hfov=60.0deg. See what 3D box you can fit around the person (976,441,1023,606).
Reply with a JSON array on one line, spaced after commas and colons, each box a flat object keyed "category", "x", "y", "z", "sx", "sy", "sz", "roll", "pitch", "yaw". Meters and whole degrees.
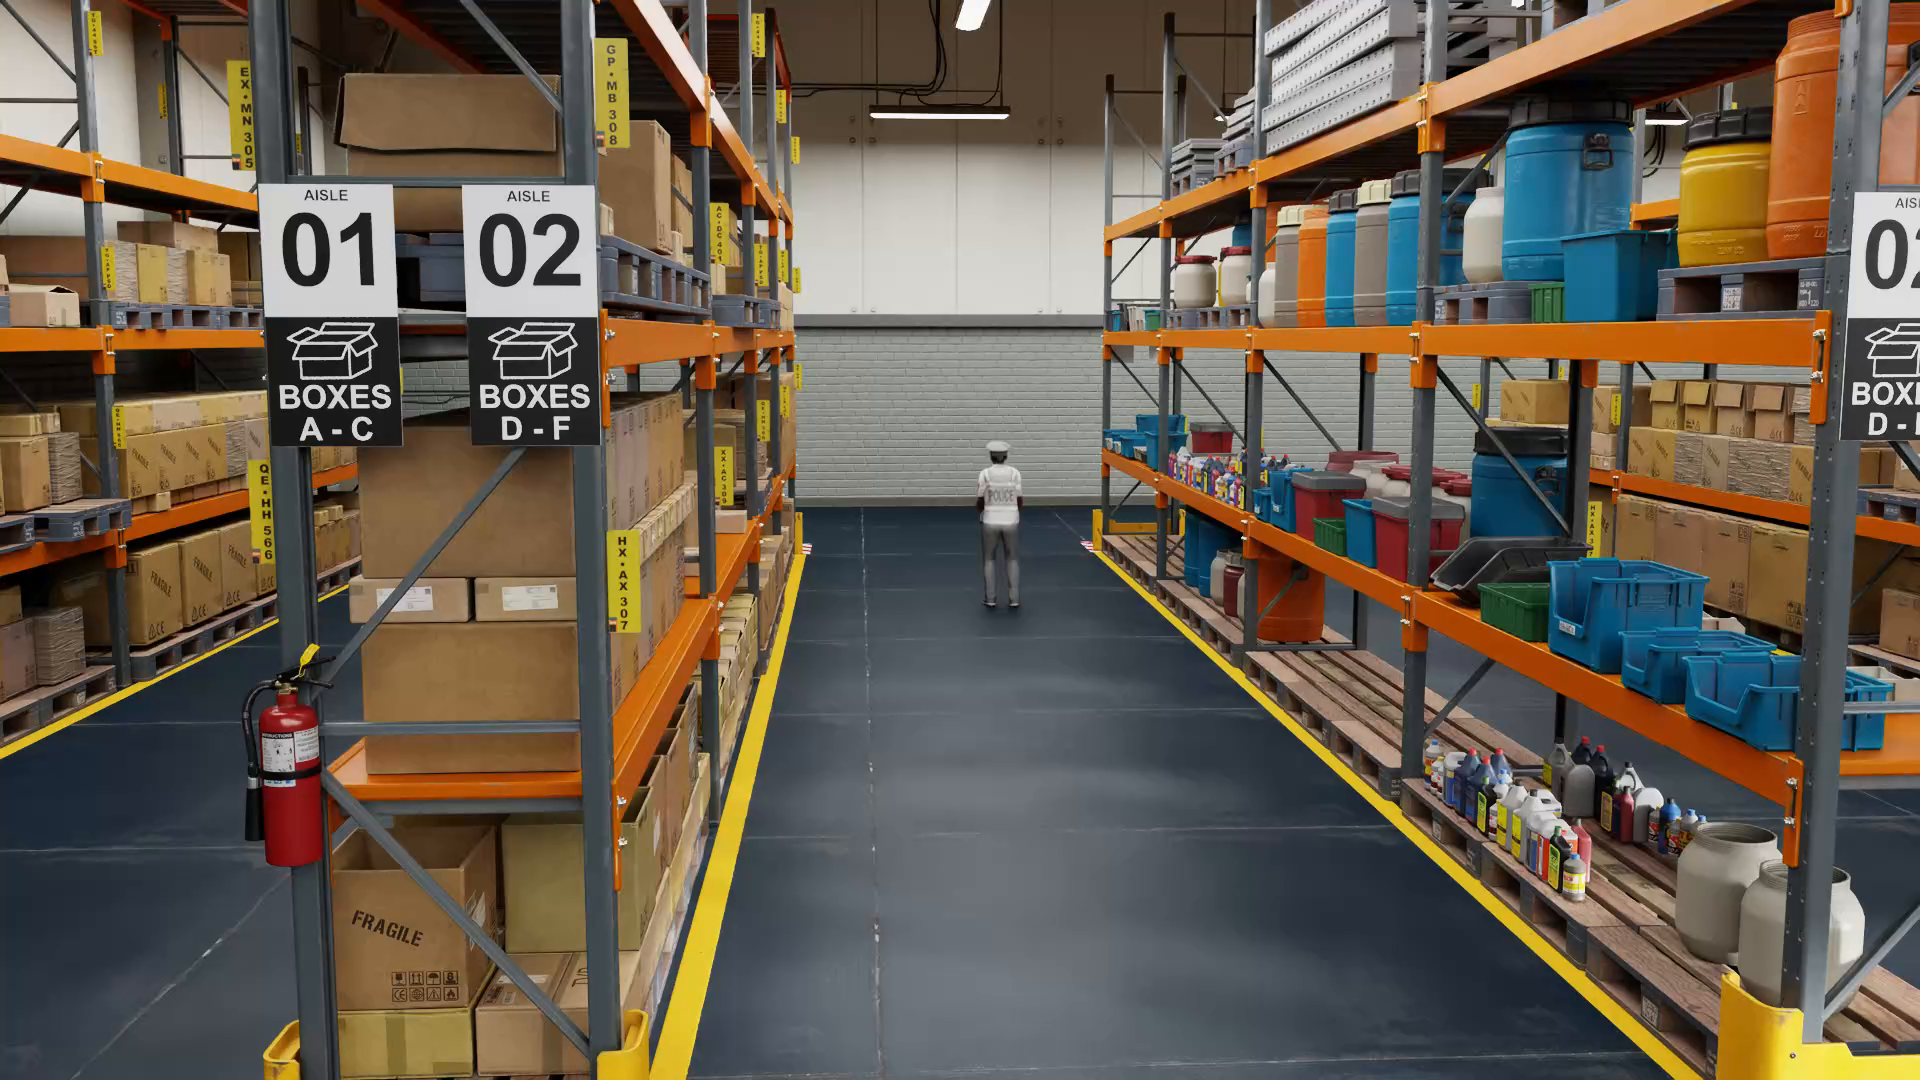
[{"category": "person", "x": 0.403, "y": -0.160, "z": 16.970, "sx": 0.481, "sy": 1.682, "sz": 0.421, "roll": -1, "pitch": 7, "yaw": -5}]
